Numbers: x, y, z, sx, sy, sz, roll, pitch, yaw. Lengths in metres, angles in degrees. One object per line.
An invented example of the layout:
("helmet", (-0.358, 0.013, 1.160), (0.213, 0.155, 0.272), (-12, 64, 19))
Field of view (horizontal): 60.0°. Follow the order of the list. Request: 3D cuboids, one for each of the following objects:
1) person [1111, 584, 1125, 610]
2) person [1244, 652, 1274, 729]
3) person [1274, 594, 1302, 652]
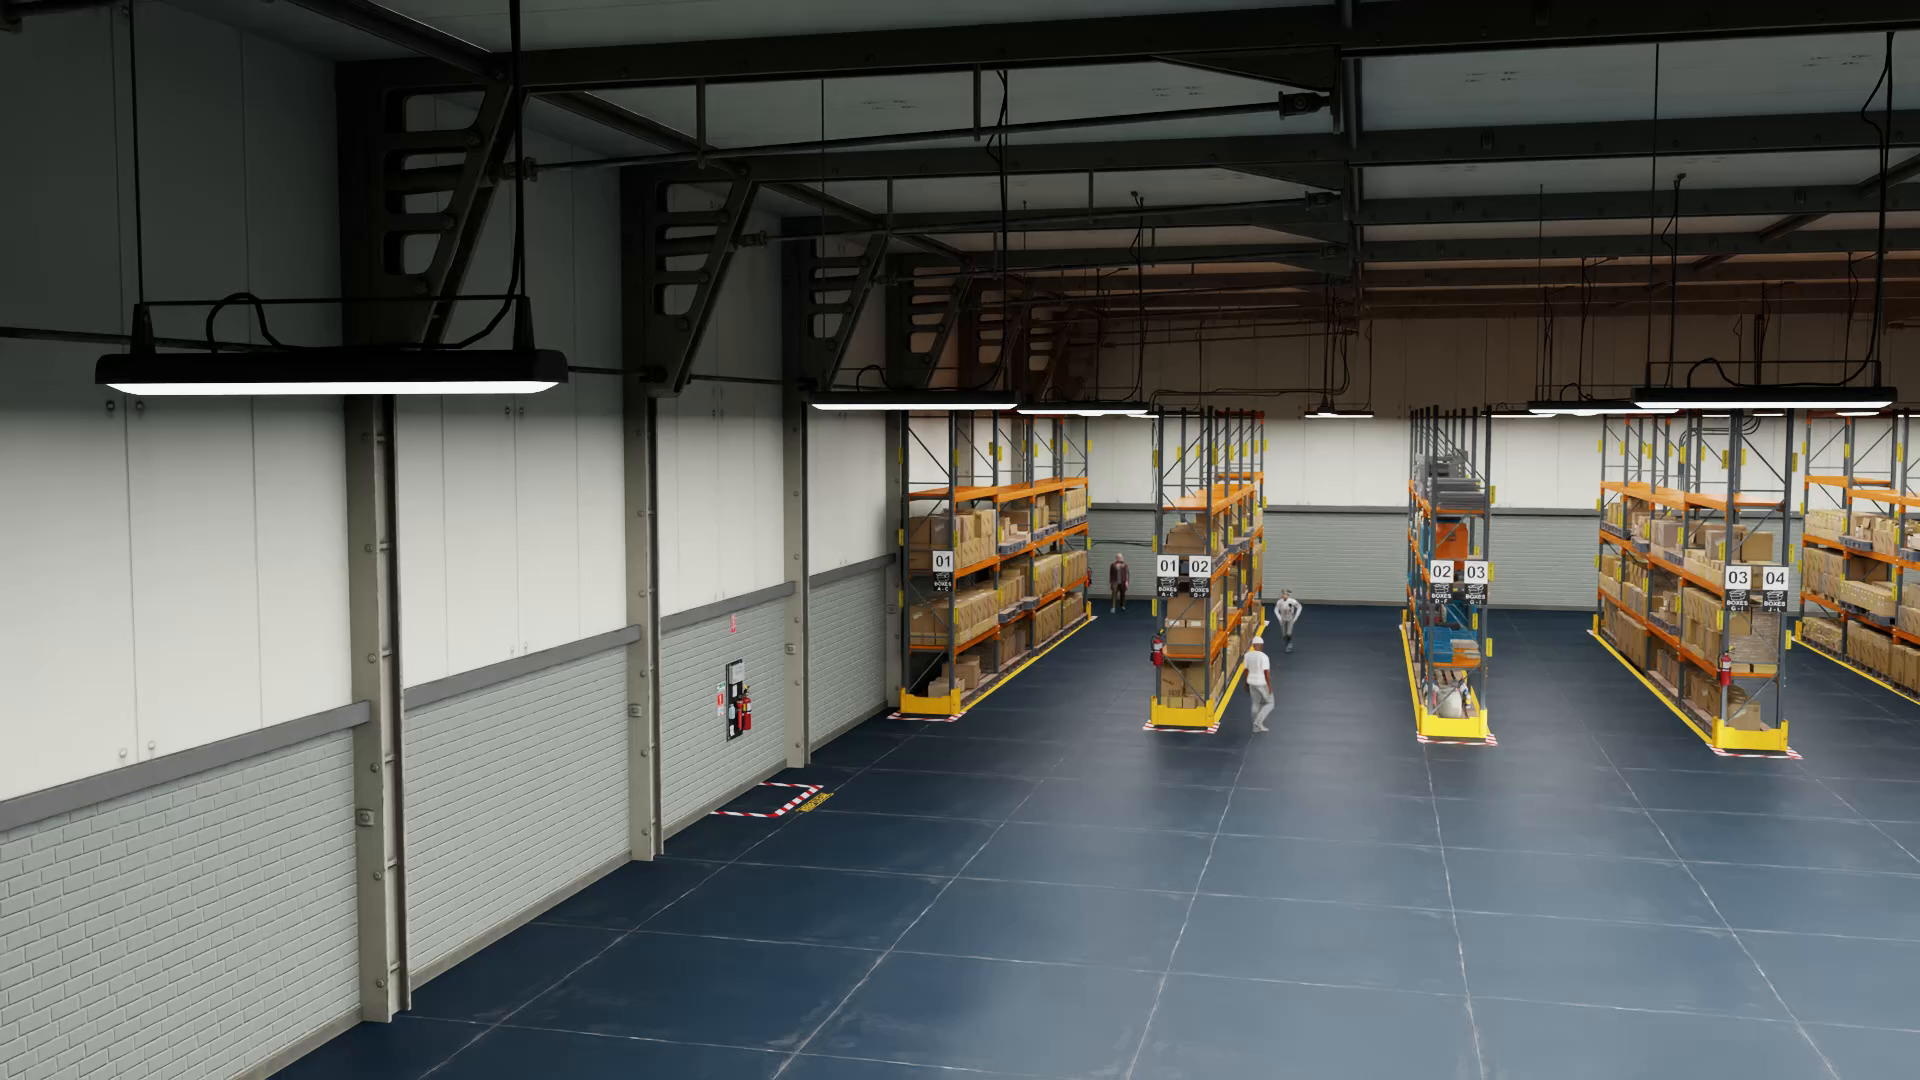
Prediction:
("person", (4.762, 1.582, 49.843), (0.423, 0.950, 0.942), (1, 4, 9))
("person", (5.458, 2.764, 30.595), (0.446, 1.422, 0.582), (-3, 5, -40))
("person", (8.119, 2.006, 41.103), (0.658, 1.550, 0.652), (2, 4, 23))
